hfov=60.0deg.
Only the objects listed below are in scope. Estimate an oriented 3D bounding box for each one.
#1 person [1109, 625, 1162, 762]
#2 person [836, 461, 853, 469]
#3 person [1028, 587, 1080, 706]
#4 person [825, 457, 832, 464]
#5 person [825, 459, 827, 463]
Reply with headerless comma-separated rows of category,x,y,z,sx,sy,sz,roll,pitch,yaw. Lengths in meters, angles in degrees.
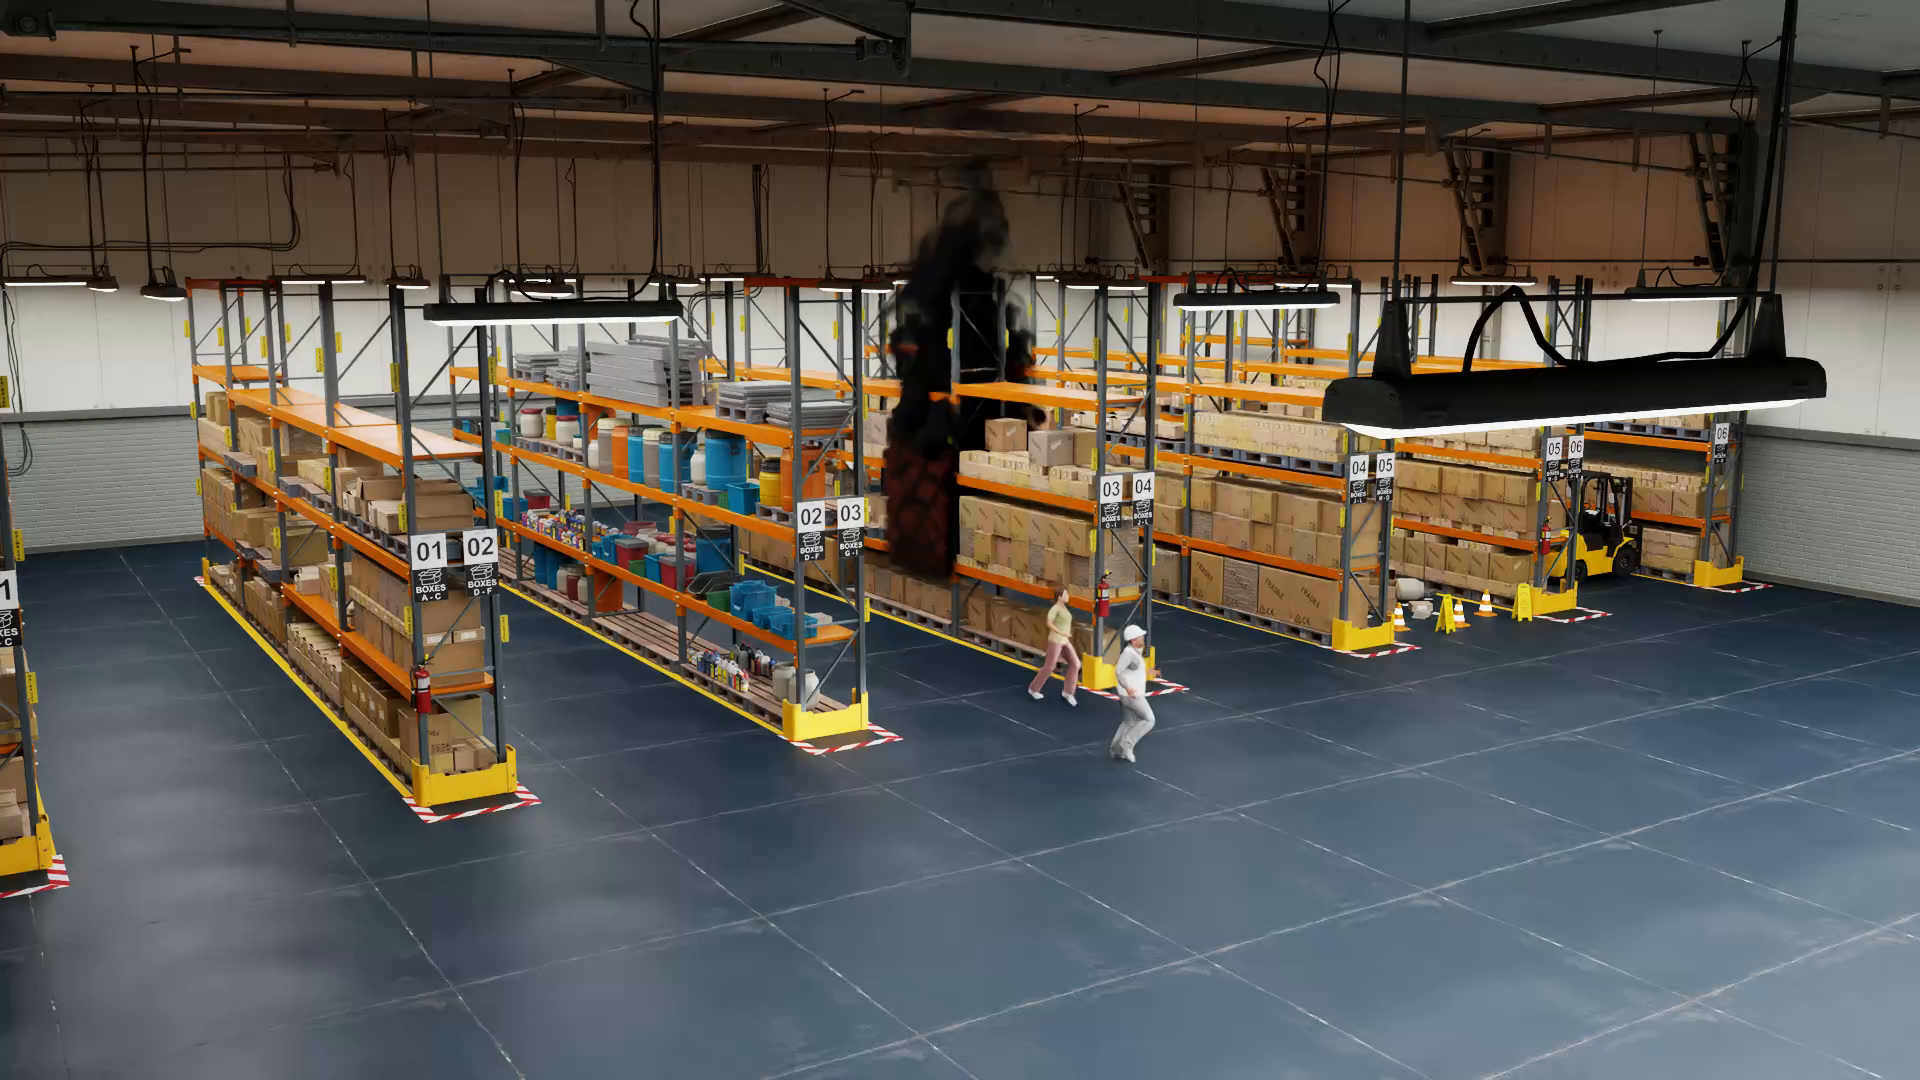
person,2.241,1.942,21.184,0.660,1.750,0.636,0,10,1
person,-3.007,-1.493,41.712,0.888,1.722,0.795,-3,10,-17
person,1.427,1.509,24.092,0.760,1.688,0.644,6,11,31
person,-3.286,-1.210,40.444,0.559,1.563,0.818,3,10,19
person,-3.341,-1.143,39.817,0.679,1.611,0.878,1,10,3
